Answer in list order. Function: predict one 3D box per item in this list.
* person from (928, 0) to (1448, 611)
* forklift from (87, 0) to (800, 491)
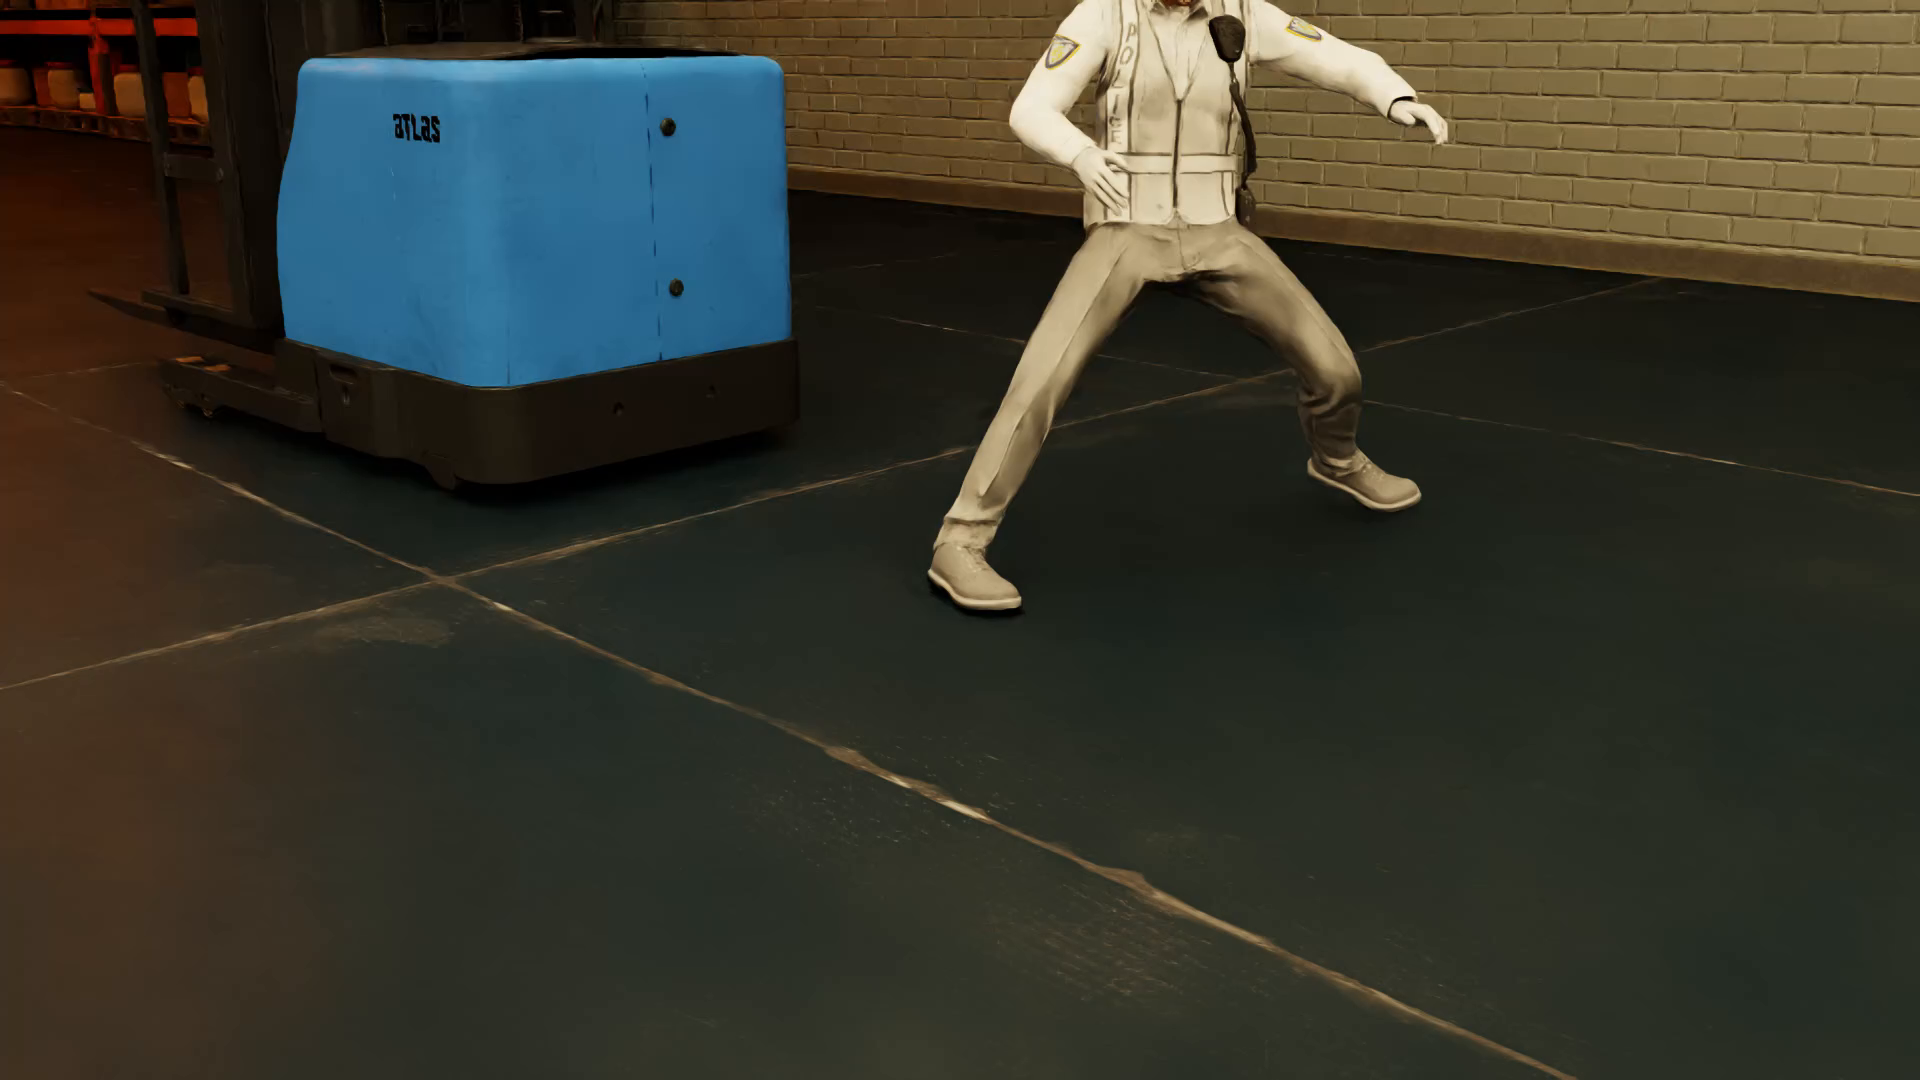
[{"bbox_3d":[0.534,-0.674,3.571,1.245,1.473,0.790,-2,17,-5],"label":"person"},{"bbox_3d":[-1.878,-1.872,4.991,3.031,2.935,1.130,15,23,41],"label":"forklift"}]
